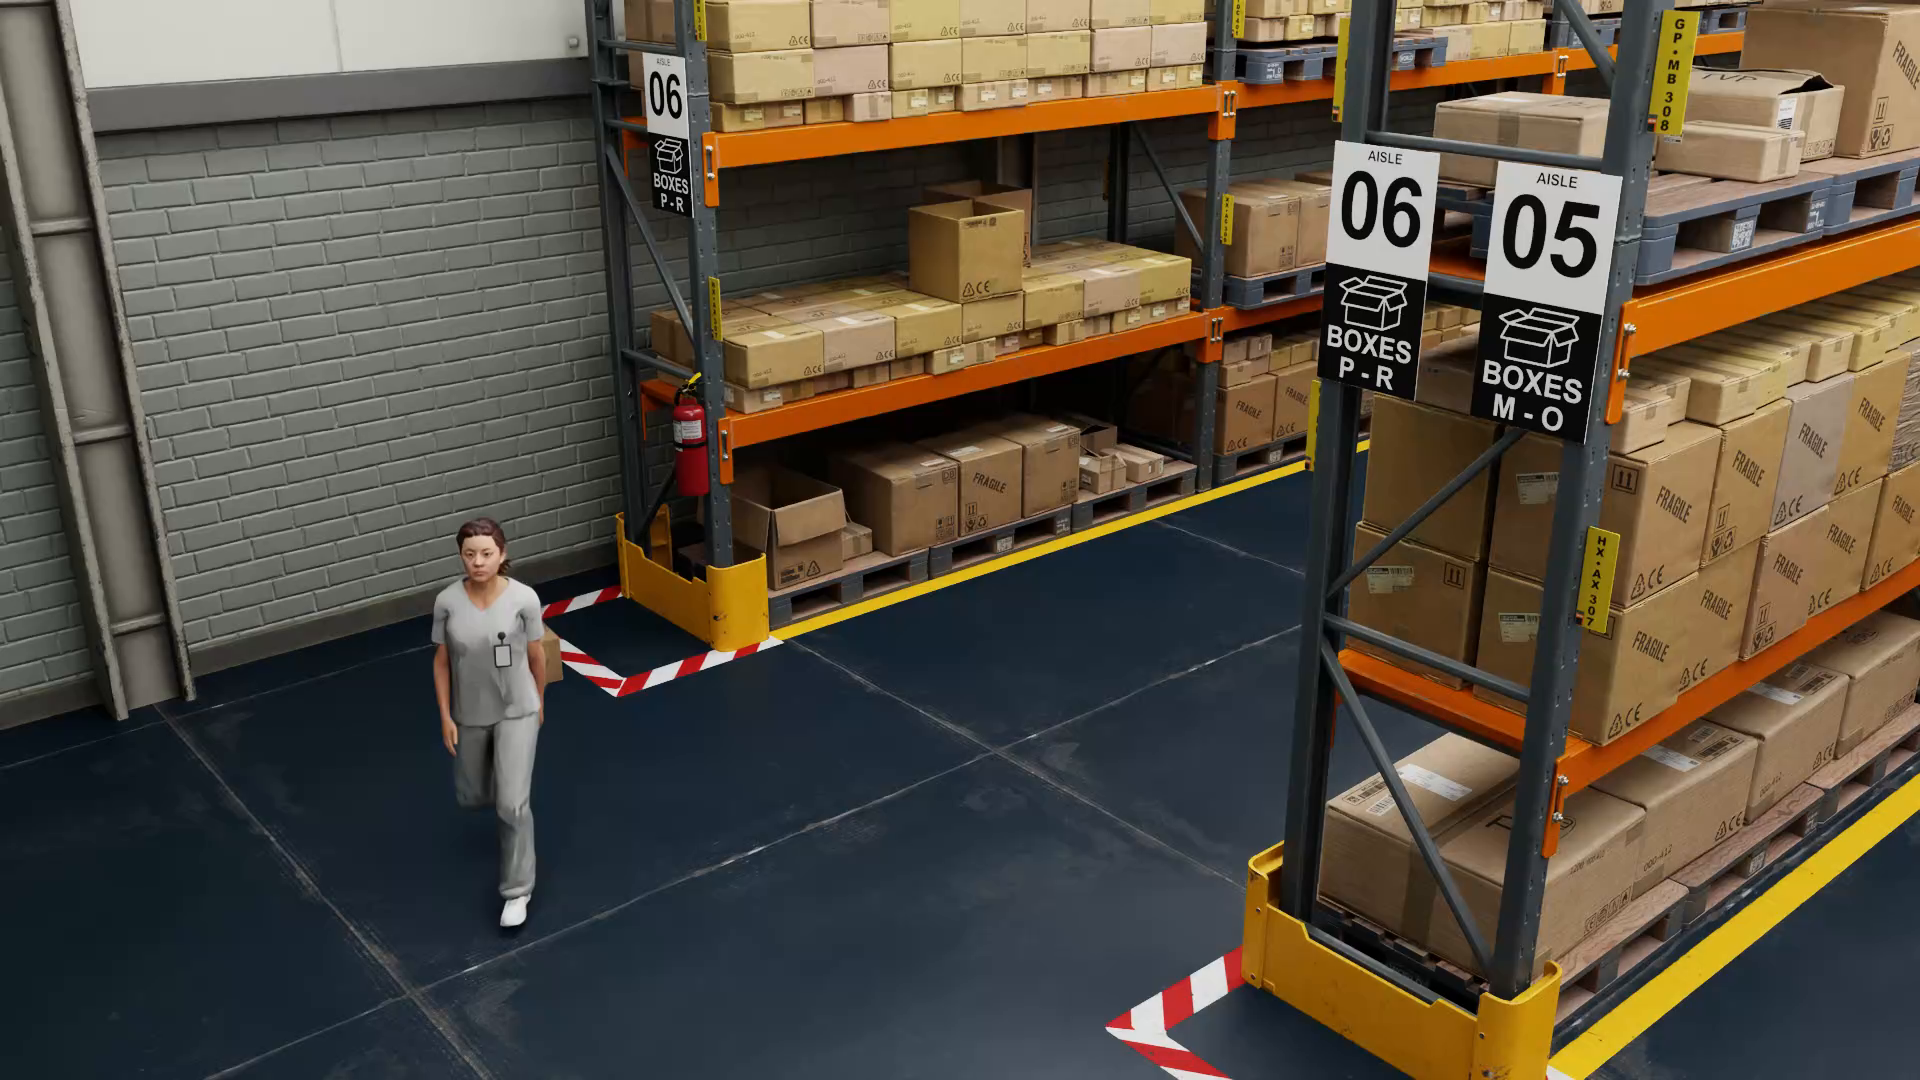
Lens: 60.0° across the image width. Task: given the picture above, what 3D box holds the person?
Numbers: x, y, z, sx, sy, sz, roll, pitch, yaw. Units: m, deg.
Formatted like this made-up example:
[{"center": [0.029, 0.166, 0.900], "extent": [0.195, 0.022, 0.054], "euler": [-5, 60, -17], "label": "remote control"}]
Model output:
[{"center": [-1.895, 0.679, 6.803], "extent": [0.434, 1.635, 0.820], "euler": [-1, 21, -2], "label": "person"}]
